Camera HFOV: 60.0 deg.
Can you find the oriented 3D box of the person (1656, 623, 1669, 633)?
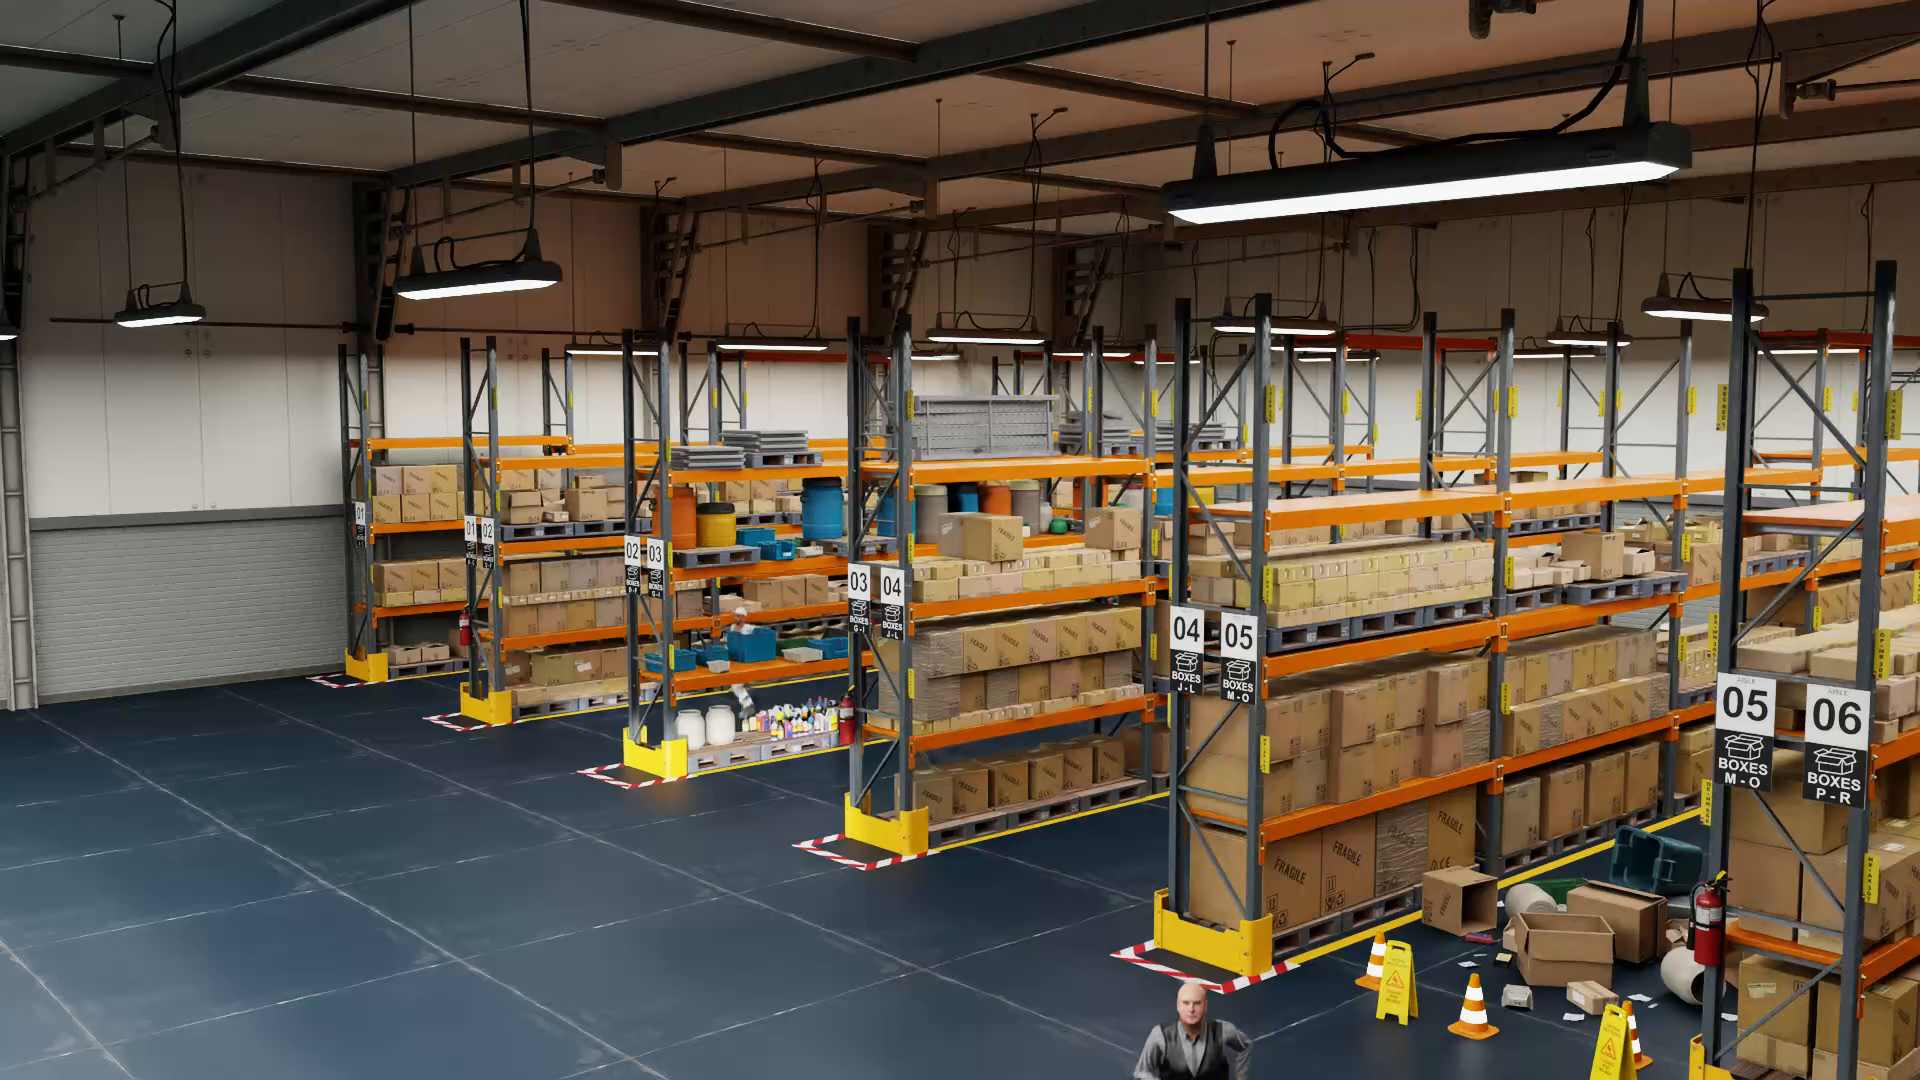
[{"bbox_3d":[10.468,2.100,24.775,0.580,1.738,0.657,-4,6,-37],"label":"person"}]

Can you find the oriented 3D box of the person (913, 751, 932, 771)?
[{"bbox_3d":[-0.562,2.374,21.269,0.738,1.823,0.667,-5,7,-44],"label":"person"}]

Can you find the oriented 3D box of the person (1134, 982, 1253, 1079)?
[{"bbox_3d":[1.369,3.452,9.769,0.687,1.784,0.898,1,5,9],"label":"person"}]

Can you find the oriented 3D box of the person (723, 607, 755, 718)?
[{"bbox_3d":[-3.475,1.931,26.119,0.640,1.750,0.661,4,6,36],"label":"person"}]
